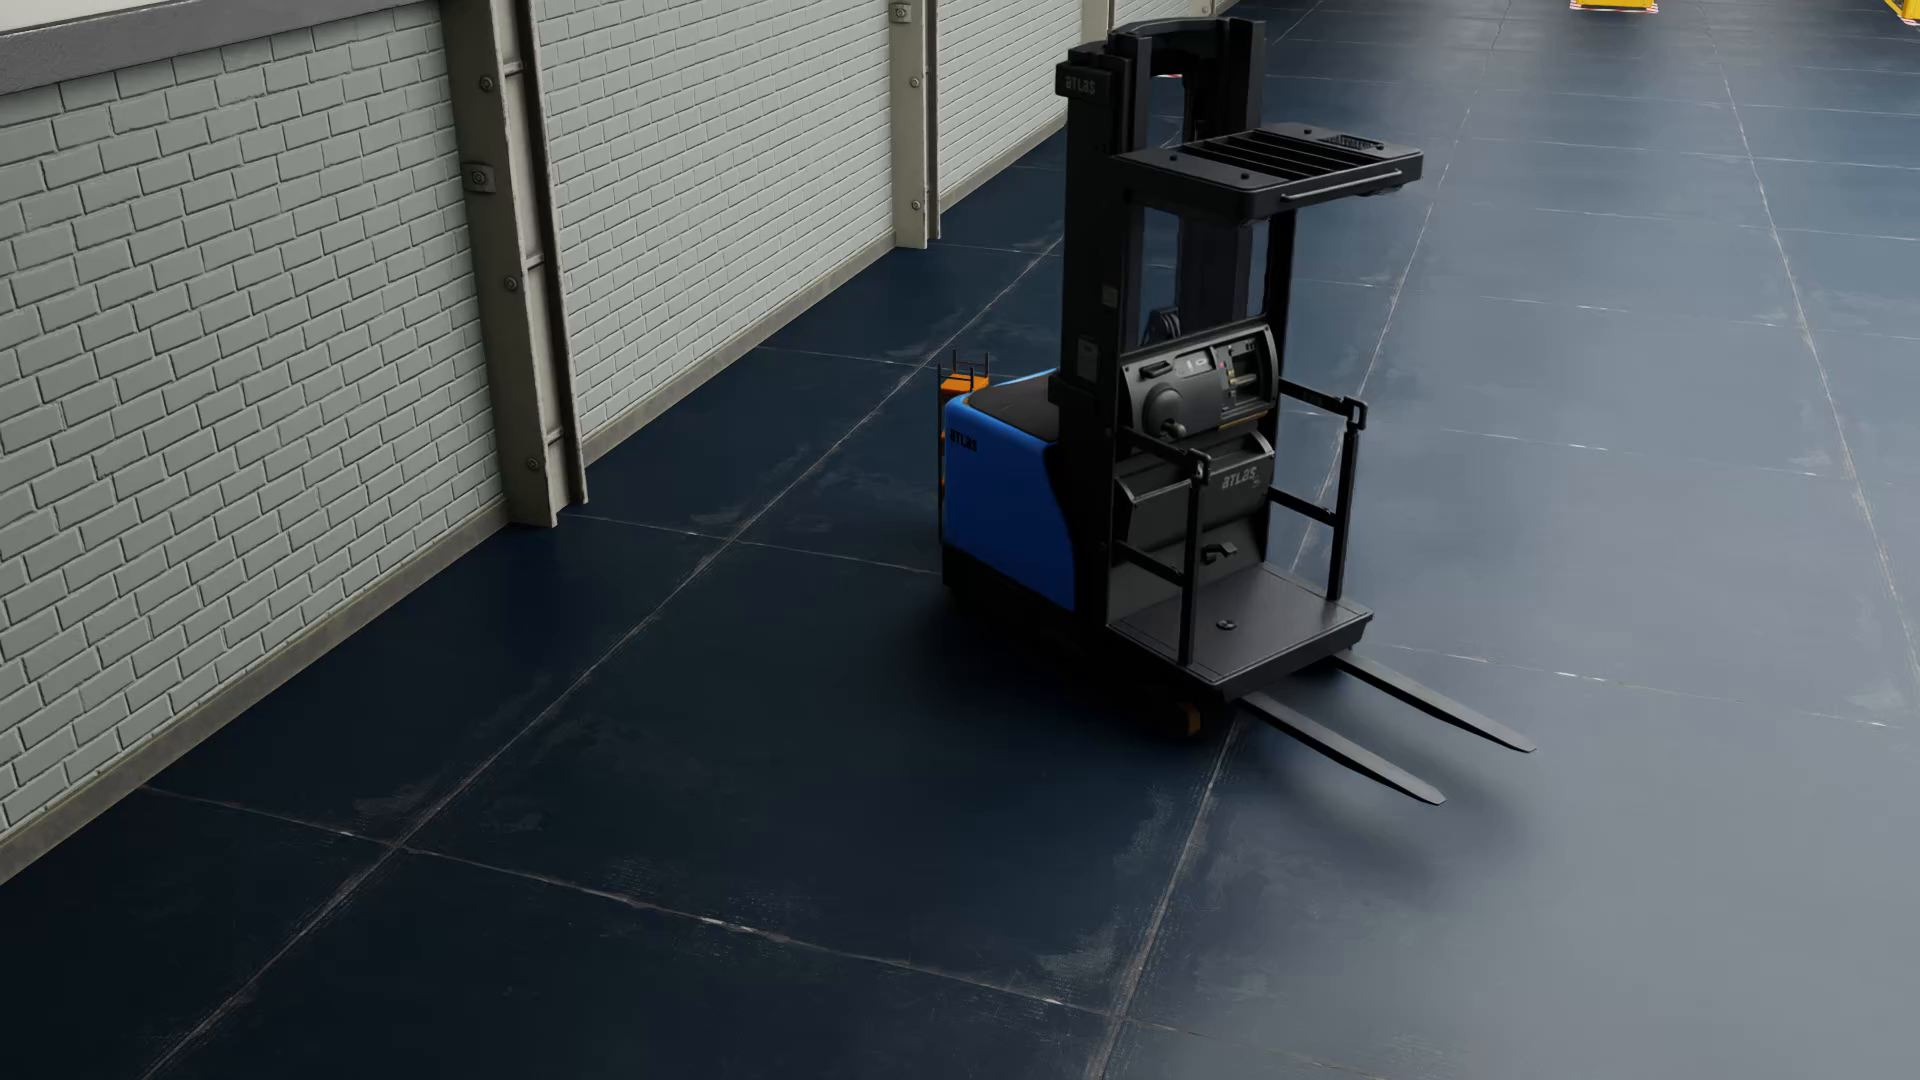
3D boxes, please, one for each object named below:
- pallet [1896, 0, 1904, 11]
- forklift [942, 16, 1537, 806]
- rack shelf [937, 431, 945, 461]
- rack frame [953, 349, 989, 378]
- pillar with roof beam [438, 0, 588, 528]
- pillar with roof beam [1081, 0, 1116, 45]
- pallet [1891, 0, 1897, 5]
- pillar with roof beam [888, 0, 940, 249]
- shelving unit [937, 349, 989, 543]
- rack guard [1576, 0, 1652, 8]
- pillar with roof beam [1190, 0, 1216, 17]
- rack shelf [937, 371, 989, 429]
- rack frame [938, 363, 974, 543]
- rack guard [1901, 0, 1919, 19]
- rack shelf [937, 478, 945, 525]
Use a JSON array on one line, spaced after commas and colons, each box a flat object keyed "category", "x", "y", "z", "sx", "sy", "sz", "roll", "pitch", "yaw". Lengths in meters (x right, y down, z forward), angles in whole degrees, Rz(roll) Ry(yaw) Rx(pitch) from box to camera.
[{"category": "pallet", "x": 15.786, "y": -8.651, "z": 26.875, "sx": 1.003, "sy": 0.211, "sz": 1.213, "roll": 9, "pitch": 27, "yaw": 17}, {"category": "forklift", "x": 1.213, "y": -0.679, "z": 7.289, "sx": 1.130, "sy": 2.935, "sz": 3.031, "roll": -19, "pitch": 32, "yaw": -34}, {"category": "rack shelf", "x": 0.018, "y": -0.485, "z": 9.071, "sx": 0.215, "sy": 0.259, "sz": 0.240, "roll": 9, "pitch": 27, "yaw": 17}, {"category": "rack frame", "x": 0.058, "y": -0.545, "z": 9.170, "sx": 0.200, "sy": 1.050, "sz": 0.008, "roll": 9, "pitch": 27, "yaw": 17}, {"category": "pillar with roof beam", "x": 1.678, "y": -3.598, "z": 6.355, "sx": 9.100, "sy": 9.000, "sz": 0.400, "roll": 9, "pitch": 27, "yaw": 17}, {"category": "pillar with roof beam", "x": 5.671, "y": -8.529, "z": 16.540, "sx": 9.100, "sy": 9.000, "sz": 0.400, "roll": 9, "pitch": 27, "yaw": 17}, {"category": "pallet", "x": 16.194, "y": -9.151, "z": 27.907, "sx": 1.003, "sy": 0.211, "sz": 1.213, "roll": 9, "pitch": 27, "yaw": 17}, {"category": "pillar with roof beam", "x": 3.674, "y": -6.064, "z": 11.447, "sx": 9.100, "sy": 9.000, "sz": 0.400, "roll": 9, "pitch": 27, "yaw": 17}, {"category": "shelving unit", "x": 0.018, "y": -0.495, "z": 9.067, "sx": 0.215, "sy": 1.050, "sz": 0.252, "roll": 9, "pitch": 27, "yaw": 17}, {"category": "rack guard", "x": 10.852, "y": -9.120, "z": 27.512, "sx": 1.175, "sy": 0.500, "sz": 0.348, "roll": 9, "pitch": 27, "yaw": 17}, {"category": "pillar with roof beam", "x": 7.668, "y": -10.995, "z": 21.632, "sx": 9.100, "sy": 9.000, "sz": 0.400, "roll": 9, "pitch": 27, "yaw": 17}, {"category": "rack shelf", "x": 0.018, "y": -0.740, "z": 8.948, "sx": 0.215, "sy": 0.259, "sz": 0.240, "roll": 9, "pitch": 27, "yaw": 17}, {"category": "rack frame", "x": -0.023, "y": -0.444, "z": 8.963, "sx": 0.200, "sy": 1.050, "sz": 0.008, "roll": 9, "pitch": 27, "yaw": 17}, {"category": "rack guard", "x": 15.511, "y": -8.448, "z": 26.124, "sx": 1.175, "sy": 0.500, "sz": 0.348, "roll": 9, "pitch": 27, "yaw": 17}, {"category": "rack shelf", "x": 0.018, "y": -0.235, "z": 9.192, "sx": 0.215, "sy": 0.259, "sz": 0.240, "roll": 9, "pitch": 27, "yaw": 17}]
